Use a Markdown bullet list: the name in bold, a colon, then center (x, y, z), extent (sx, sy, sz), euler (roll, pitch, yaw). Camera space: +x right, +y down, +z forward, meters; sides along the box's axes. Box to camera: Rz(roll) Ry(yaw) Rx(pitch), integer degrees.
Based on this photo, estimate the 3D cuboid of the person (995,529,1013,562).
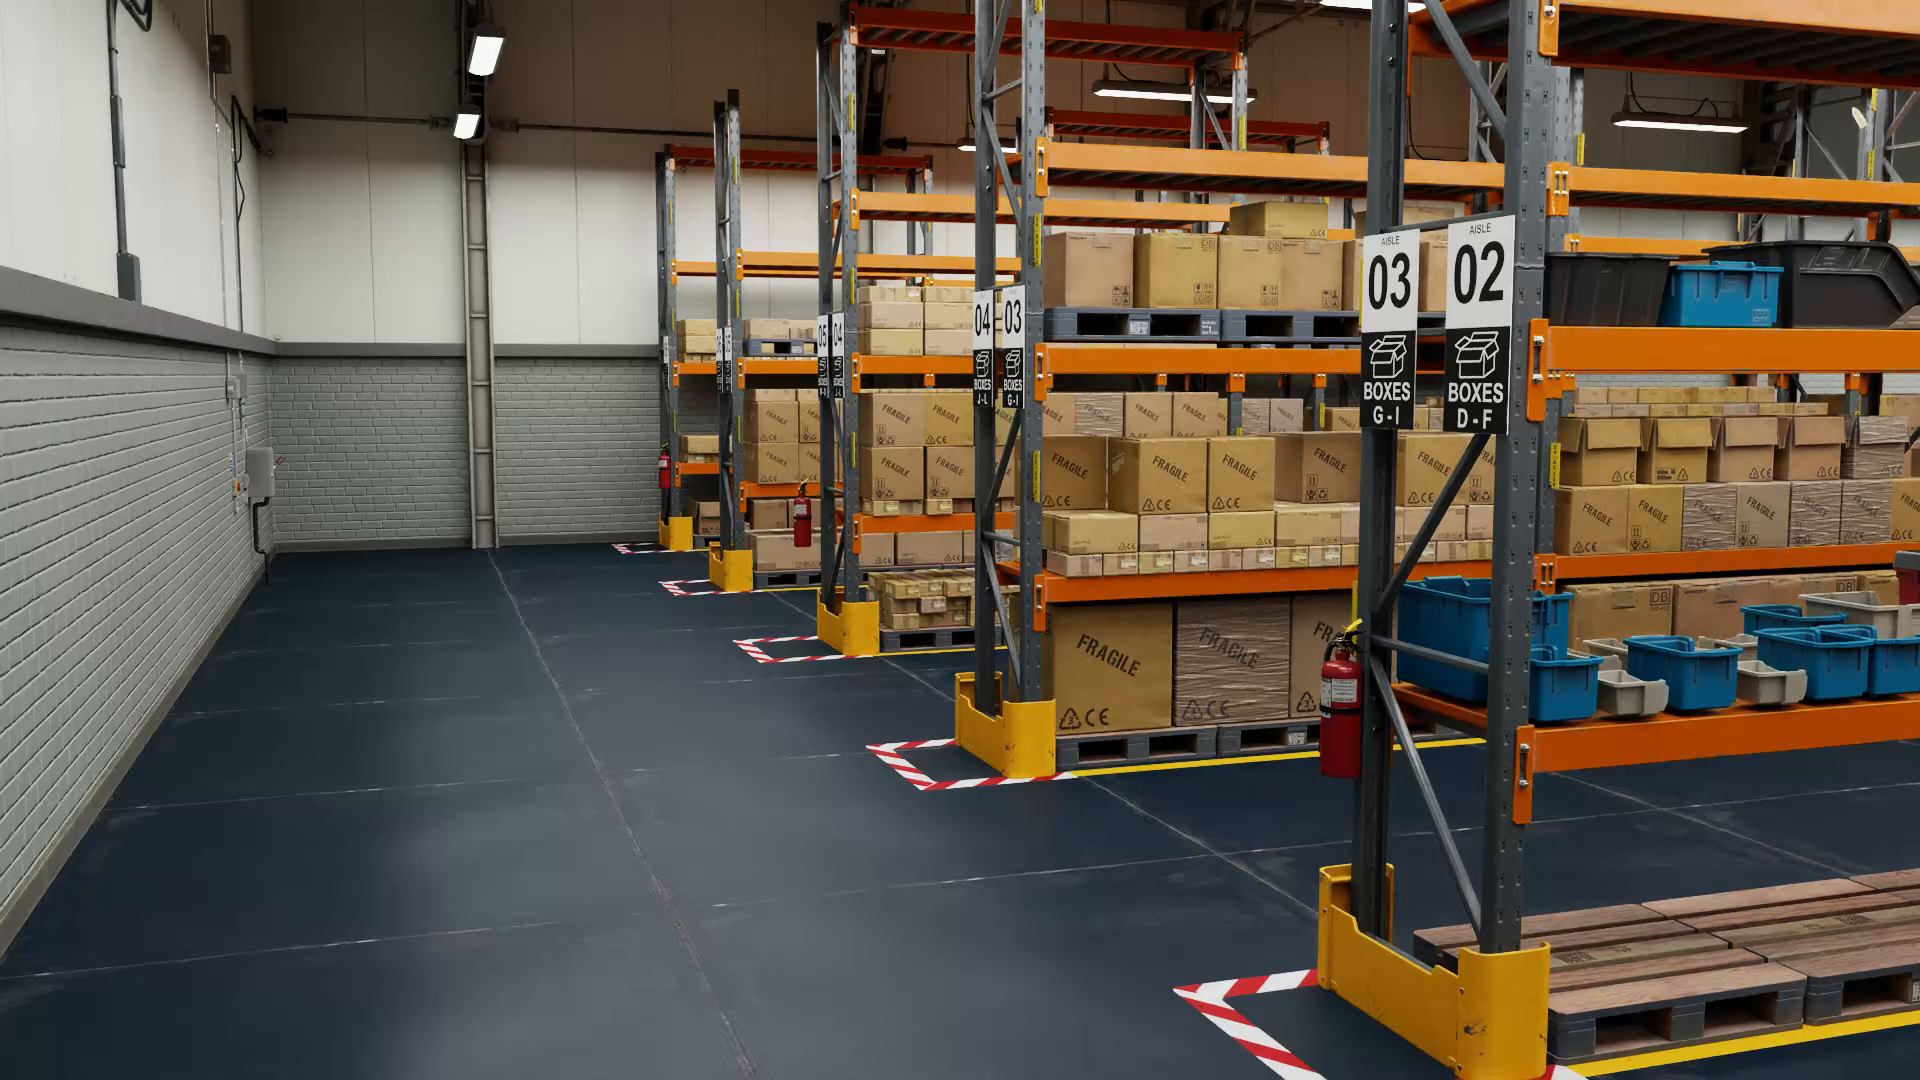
- **person**: center (0.514, -0.190, 19.489), extent (0.454, 1.777, 0.606), euler (-2, 6, -21)
